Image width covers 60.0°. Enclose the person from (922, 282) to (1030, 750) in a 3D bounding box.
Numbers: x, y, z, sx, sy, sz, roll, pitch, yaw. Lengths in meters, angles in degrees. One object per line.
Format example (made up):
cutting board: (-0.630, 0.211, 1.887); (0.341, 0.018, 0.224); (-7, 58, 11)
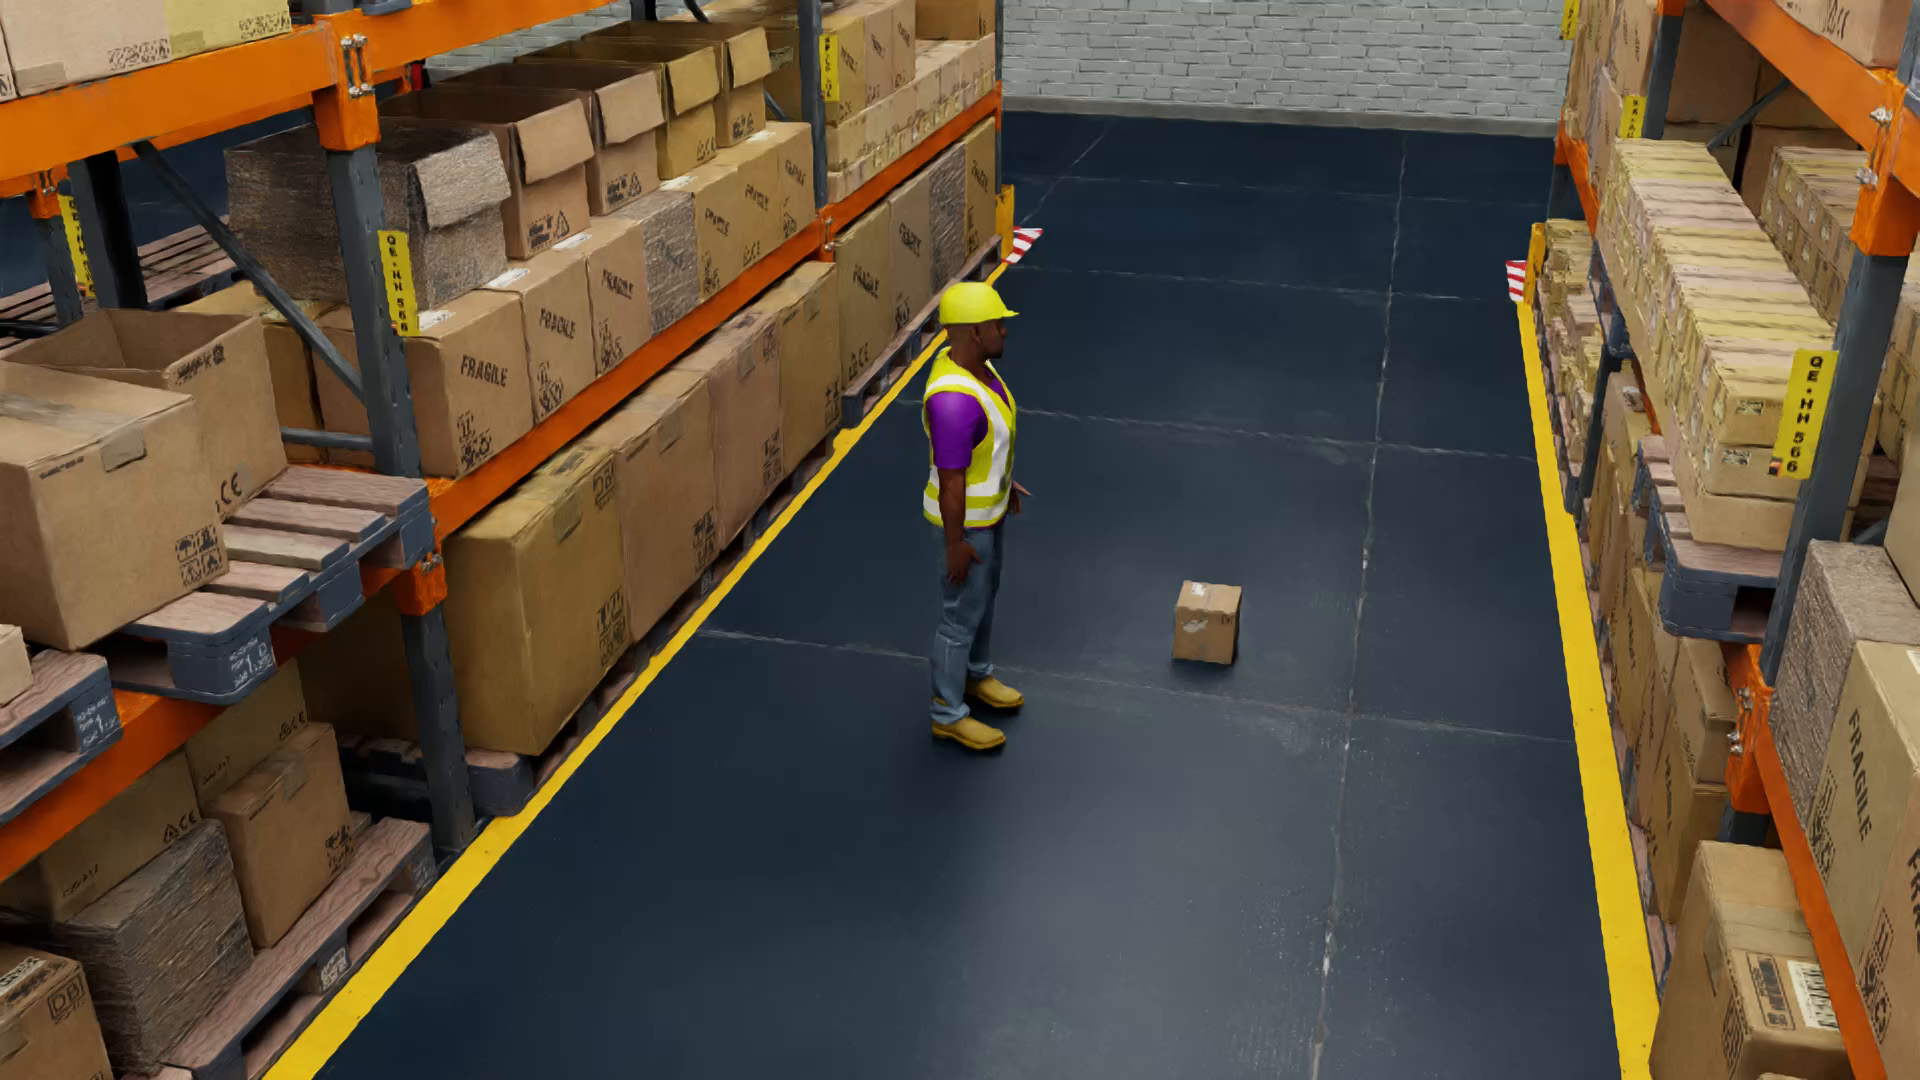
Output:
person: (0.056, -0.107, 6.248); (0.385, 1.772, 0.627); (4, 25, 8)
